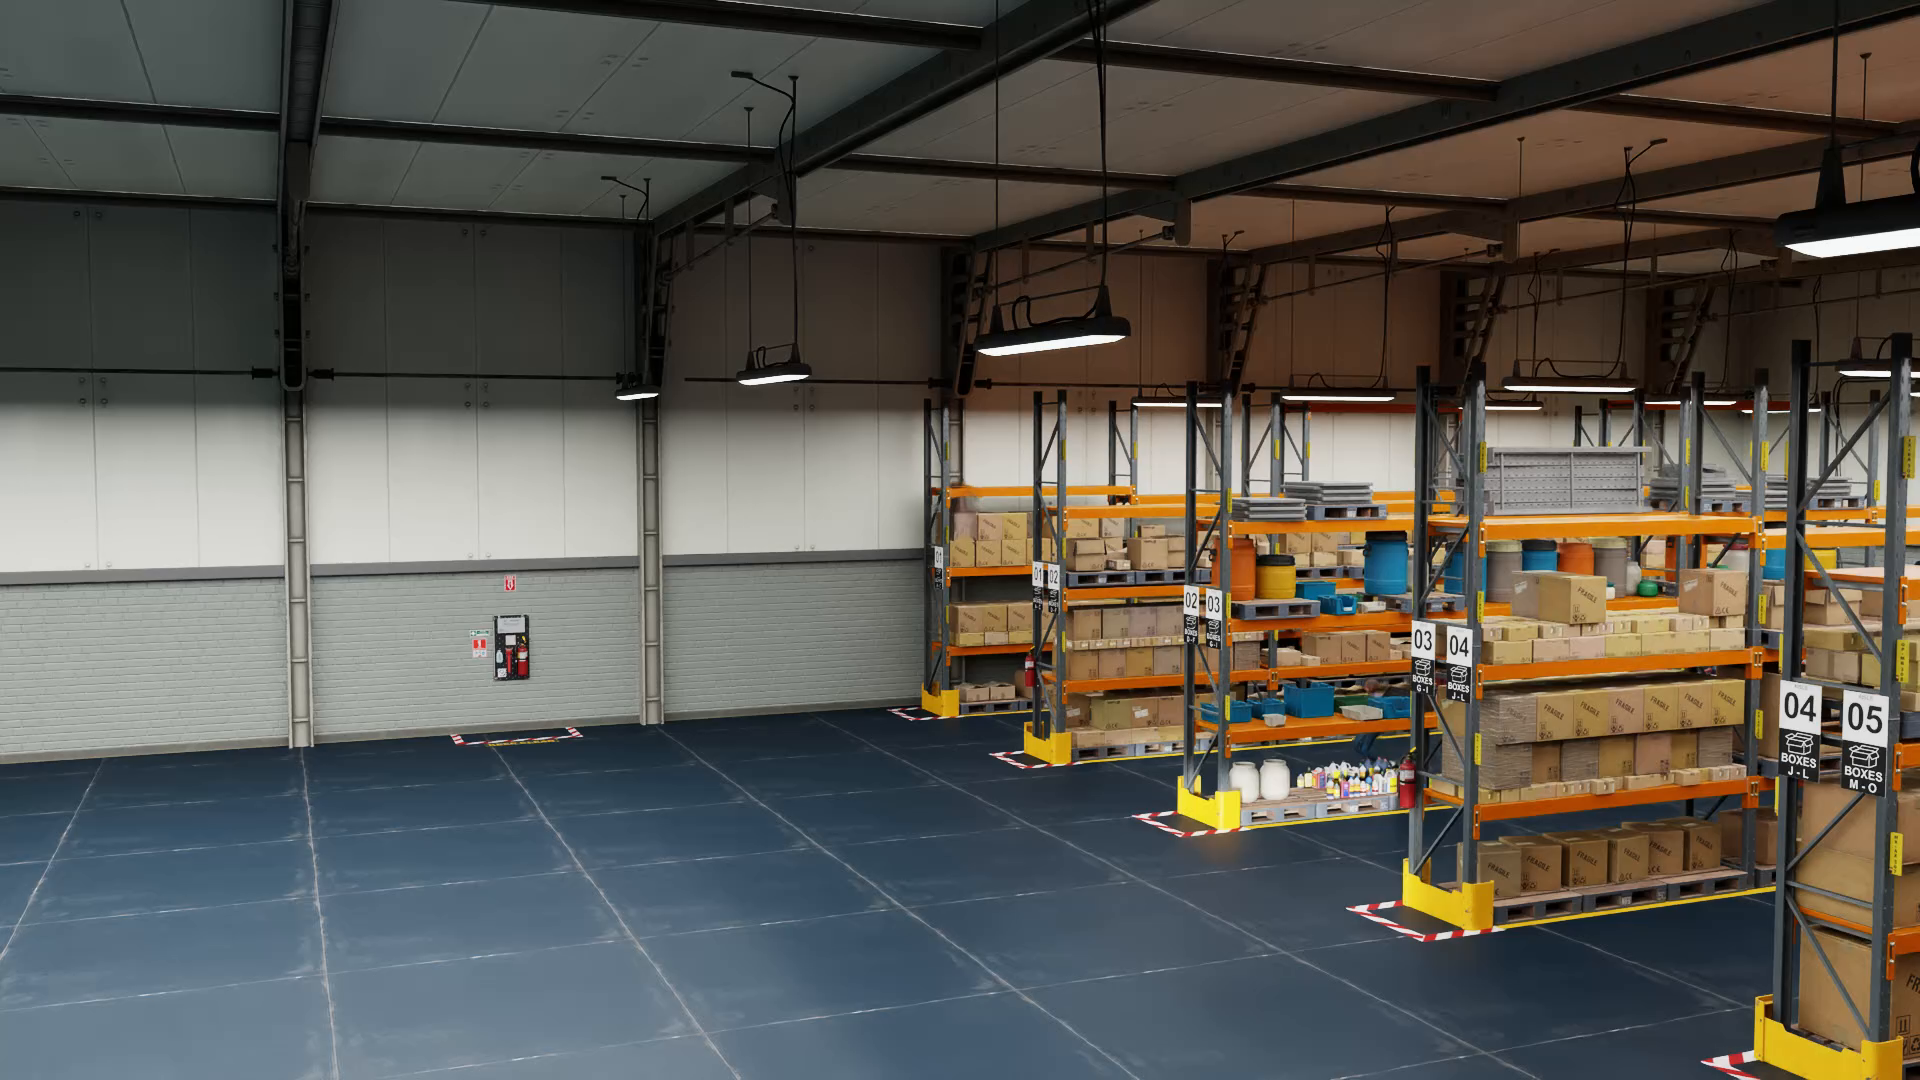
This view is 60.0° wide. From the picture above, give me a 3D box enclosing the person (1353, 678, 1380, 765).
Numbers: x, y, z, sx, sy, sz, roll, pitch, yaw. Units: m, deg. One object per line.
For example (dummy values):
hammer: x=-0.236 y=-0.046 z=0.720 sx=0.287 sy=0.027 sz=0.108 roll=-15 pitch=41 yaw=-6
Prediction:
person: x=6.309 y=2.896 z=25.459 sx=0.515 sy=1.570 sz=0.469 roll=-1 pitch=4 yaw=-19
